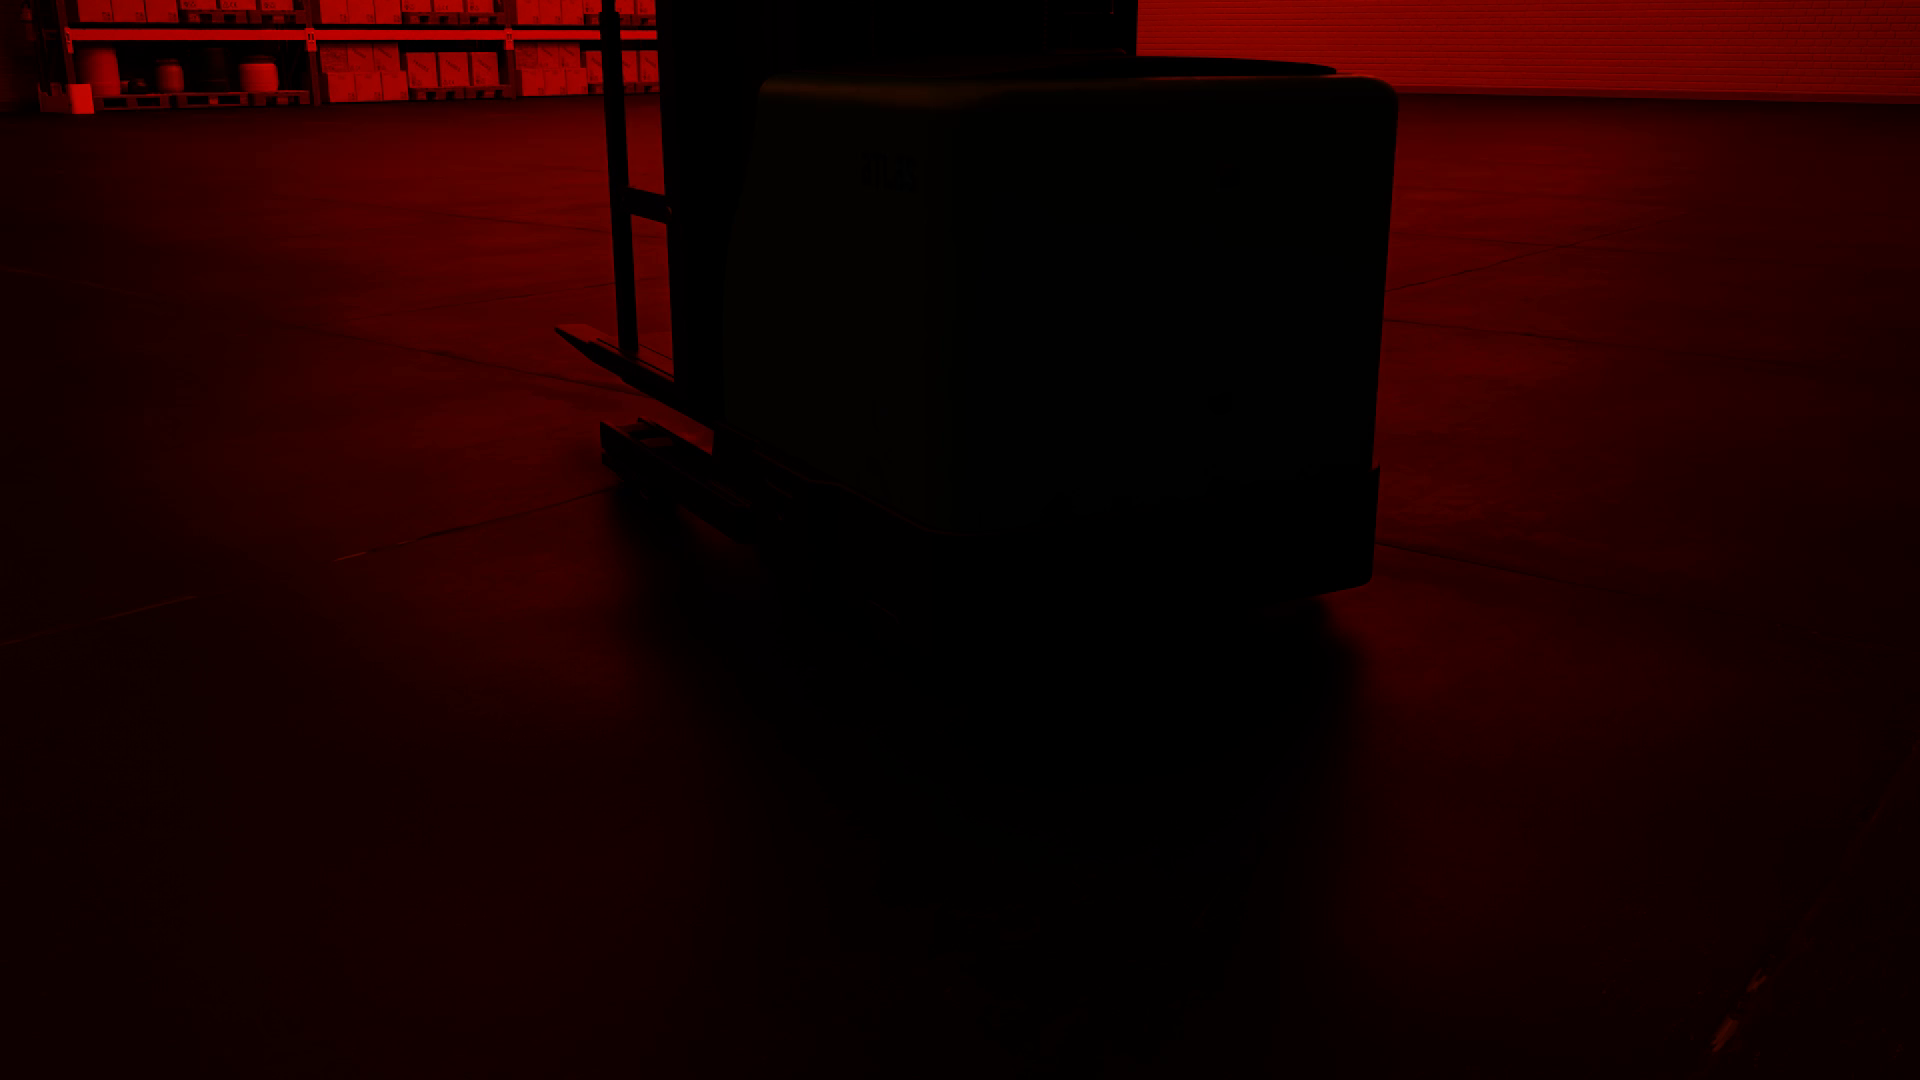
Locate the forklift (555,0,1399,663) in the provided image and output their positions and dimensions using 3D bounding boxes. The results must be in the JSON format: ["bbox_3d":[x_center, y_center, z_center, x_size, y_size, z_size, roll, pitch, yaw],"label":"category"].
[{"bbox_3d":[-0.305,-1.561,4.037,1.130,2.935,3.031,-9,19,-28],"label":"forklift"}]
